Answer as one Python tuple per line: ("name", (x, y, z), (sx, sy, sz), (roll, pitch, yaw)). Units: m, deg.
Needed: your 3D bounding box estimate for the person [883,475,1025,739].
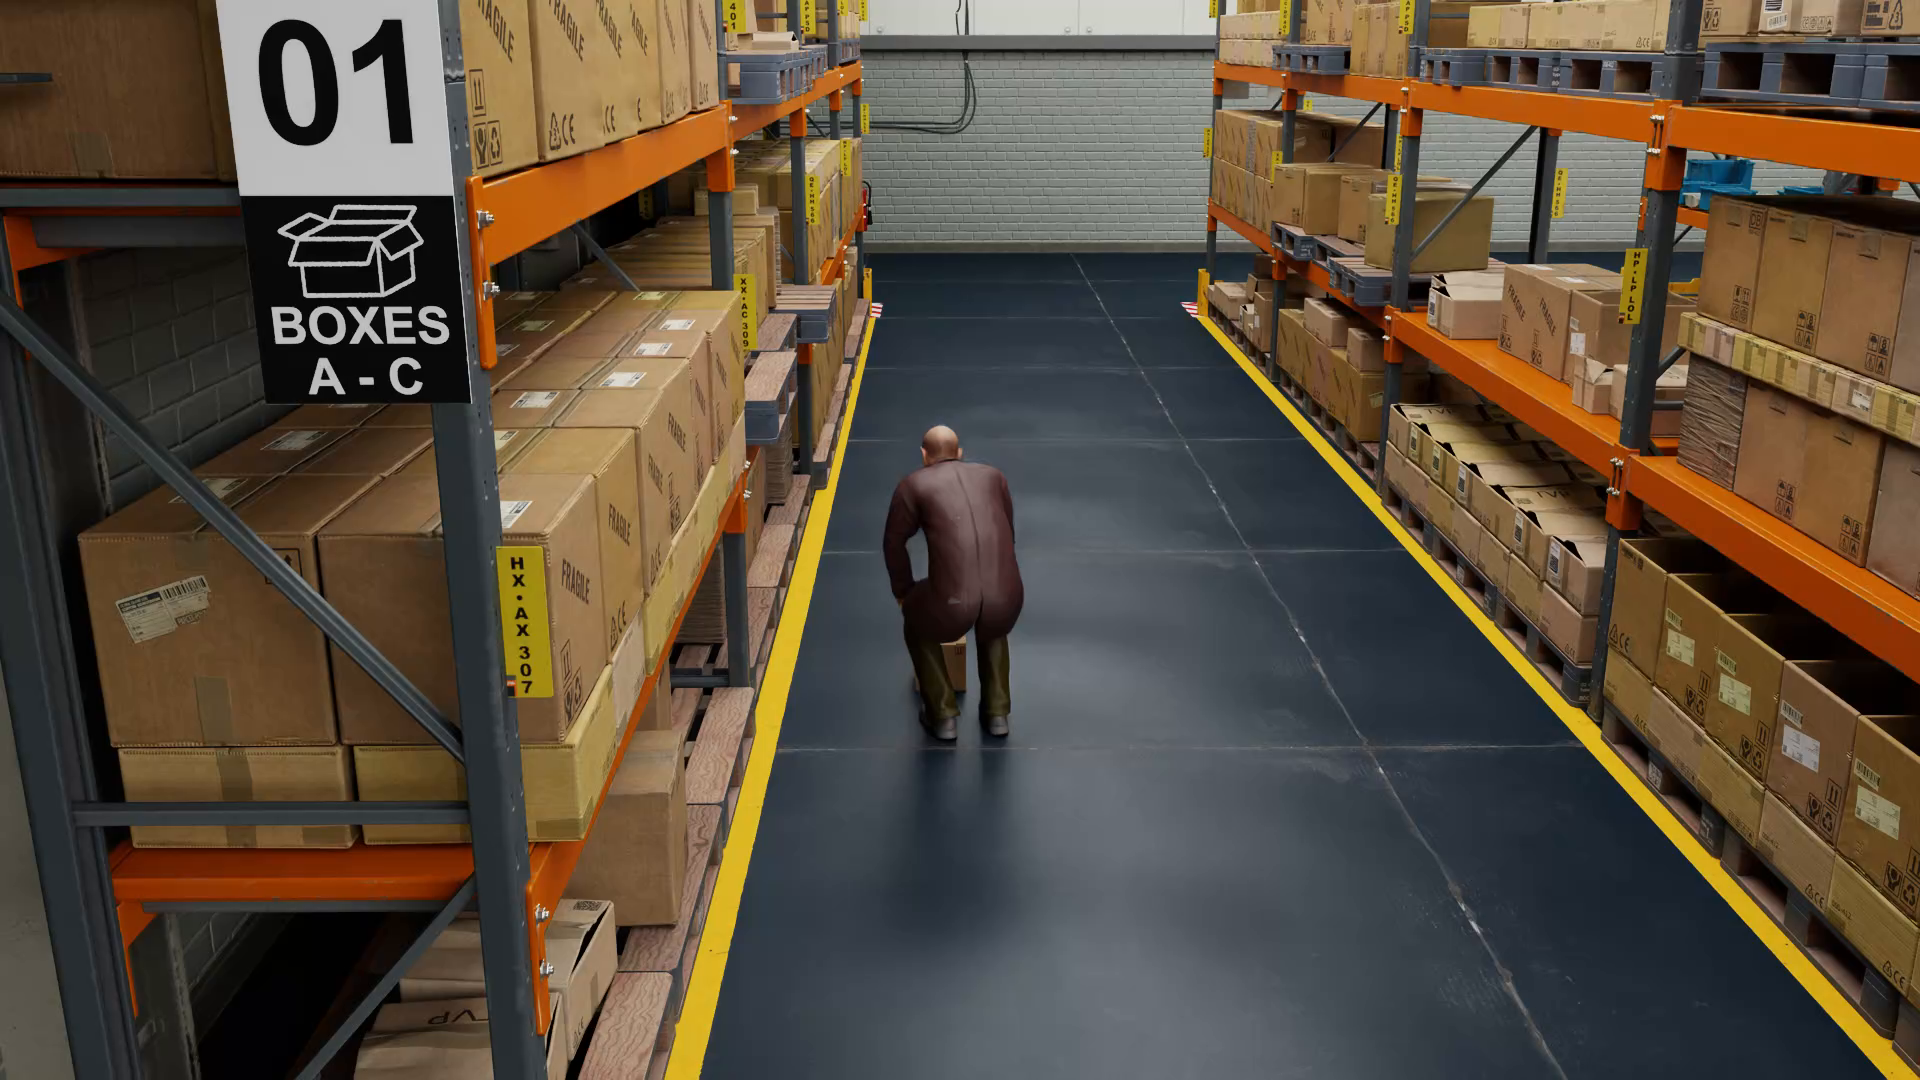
("person", (-0.021, 0.311, 7.715), (0.617, 1.098, 0.867), (-4, 17, -12))
